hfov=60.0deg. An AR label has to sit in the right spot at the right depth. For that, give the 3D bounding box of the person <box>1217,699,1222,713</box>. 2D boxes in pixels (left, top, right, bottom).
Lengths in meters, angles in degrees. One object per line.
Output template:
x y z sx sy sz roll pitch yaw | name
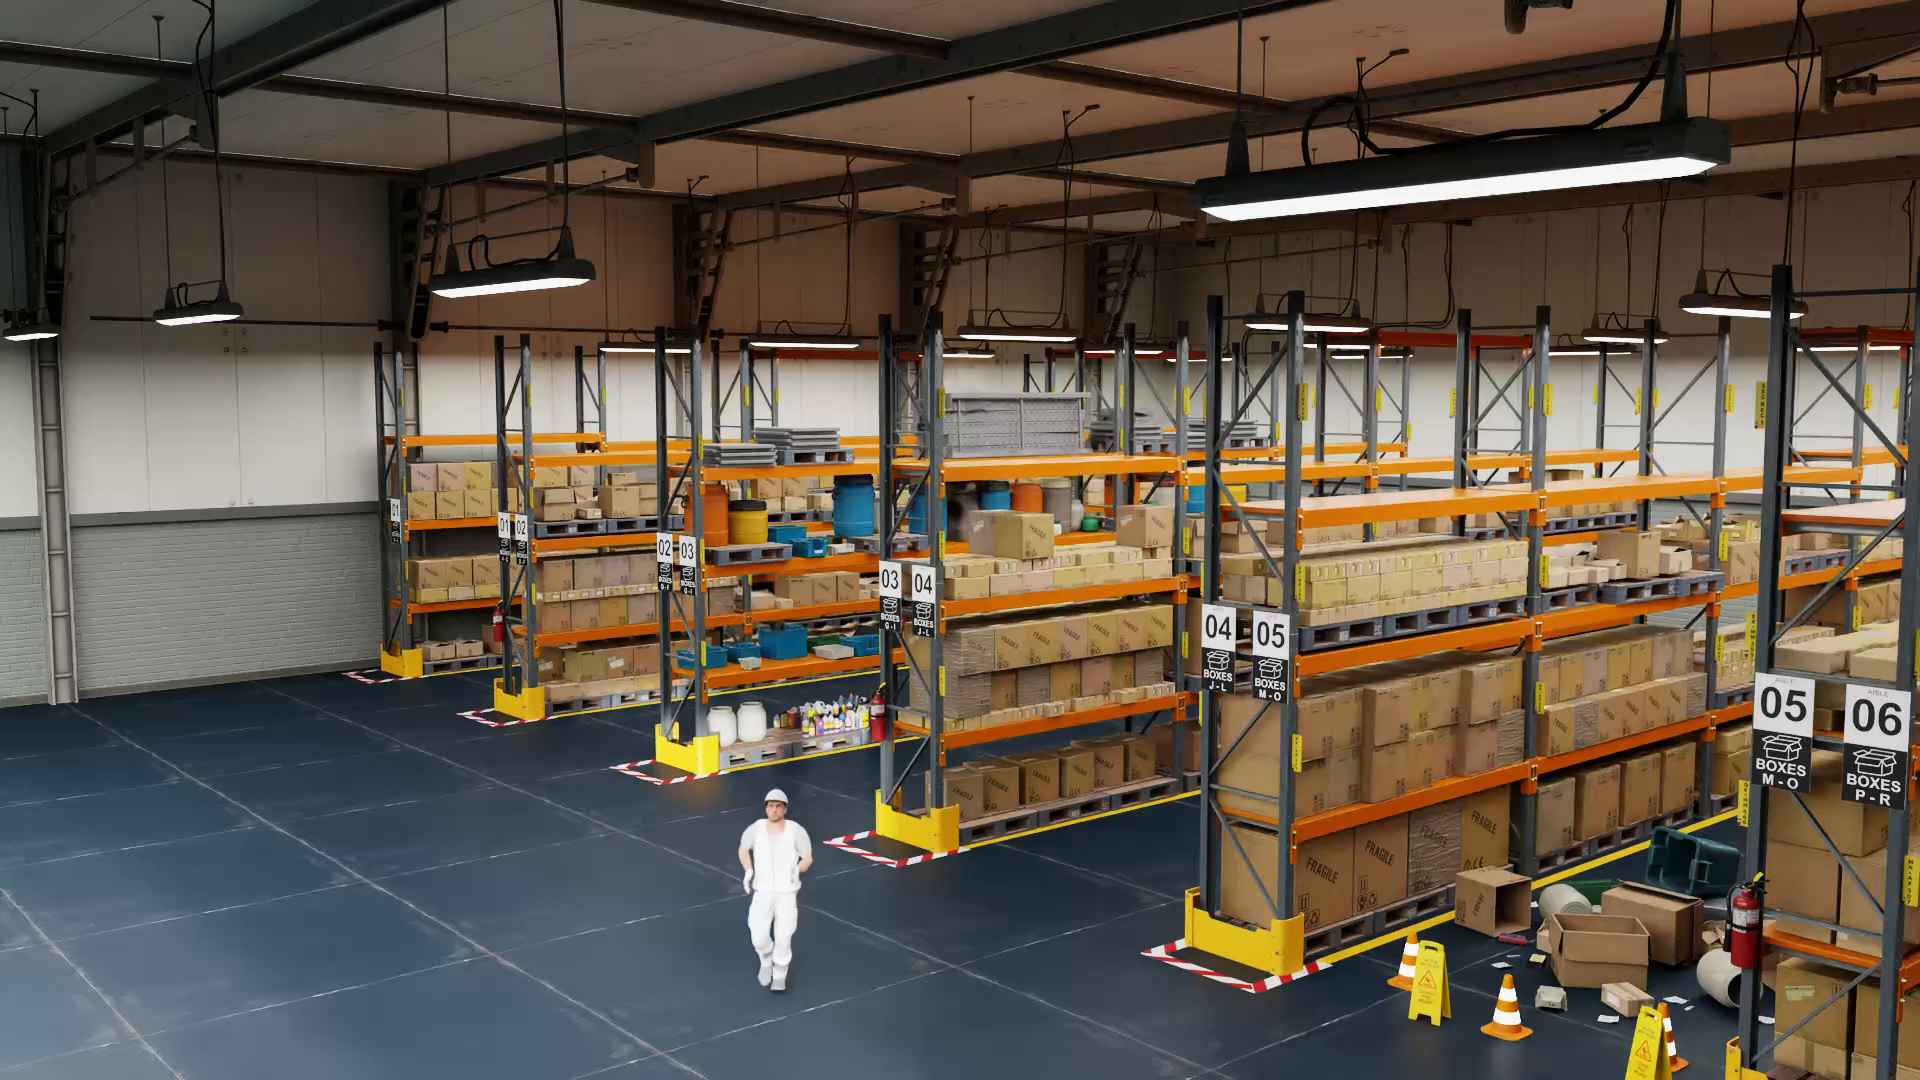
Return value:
3.904 1.751 24.719 0.852 1.772 0.649 -5 7 -43 | person

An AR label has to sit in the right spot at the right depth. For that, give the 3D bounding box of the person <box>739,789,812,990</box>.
-1.584 2.989 14.221 0.644 1.742 0.403 0 5 -1 | person

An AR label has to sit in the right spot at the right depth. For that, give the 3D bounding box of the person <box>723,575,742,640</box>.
-4.300 1.440 31.655 0.593 1.660 0.573 4 7 39 | person
